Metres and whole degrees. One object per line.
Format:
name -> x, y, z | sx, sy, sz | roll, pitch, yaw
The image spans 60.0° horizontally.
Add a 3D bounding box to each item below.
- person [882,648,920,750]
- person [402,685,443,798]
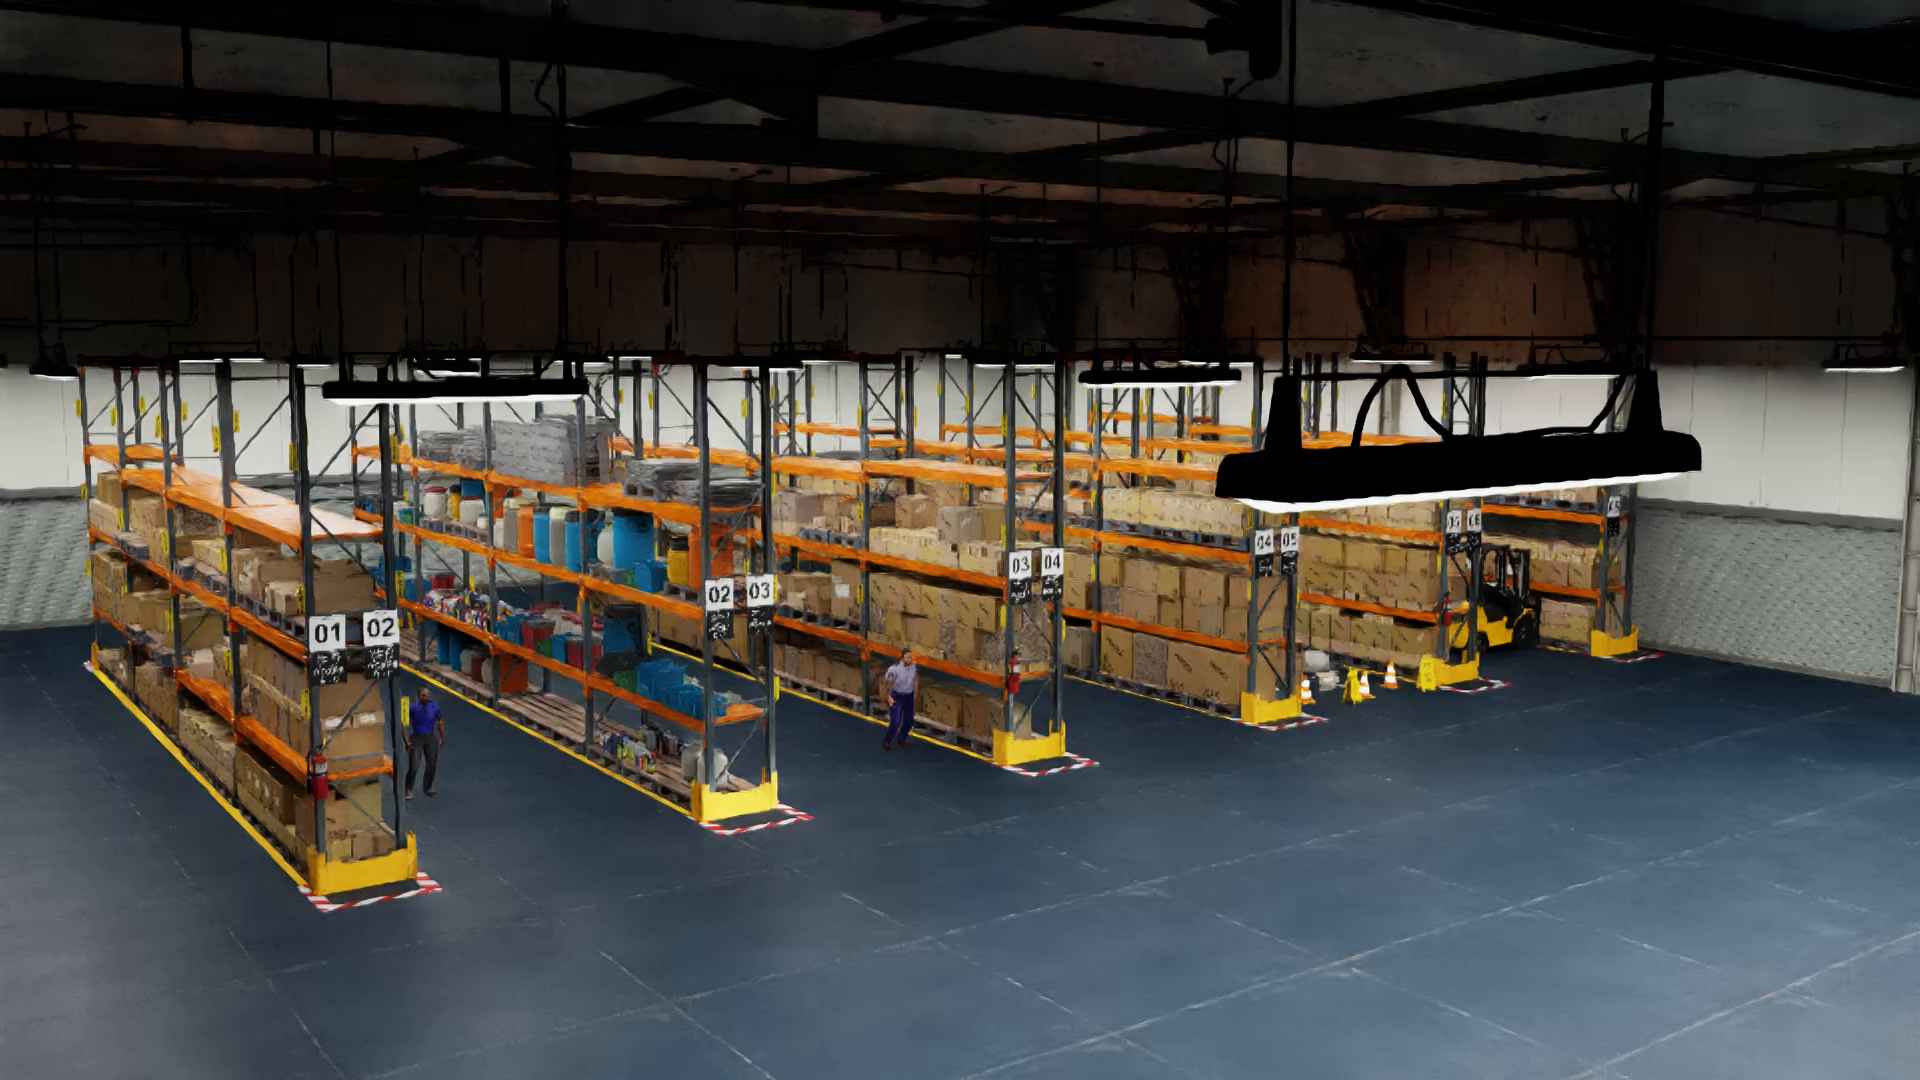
person -> -0.912, 2.441, 25.679 | 0.626, 1.594, 0.513 | -5, 9, -37
person -> -7.426, 2.775, 22.949 | 0.592, 1.590, 0.518 | -5, 9, -37
